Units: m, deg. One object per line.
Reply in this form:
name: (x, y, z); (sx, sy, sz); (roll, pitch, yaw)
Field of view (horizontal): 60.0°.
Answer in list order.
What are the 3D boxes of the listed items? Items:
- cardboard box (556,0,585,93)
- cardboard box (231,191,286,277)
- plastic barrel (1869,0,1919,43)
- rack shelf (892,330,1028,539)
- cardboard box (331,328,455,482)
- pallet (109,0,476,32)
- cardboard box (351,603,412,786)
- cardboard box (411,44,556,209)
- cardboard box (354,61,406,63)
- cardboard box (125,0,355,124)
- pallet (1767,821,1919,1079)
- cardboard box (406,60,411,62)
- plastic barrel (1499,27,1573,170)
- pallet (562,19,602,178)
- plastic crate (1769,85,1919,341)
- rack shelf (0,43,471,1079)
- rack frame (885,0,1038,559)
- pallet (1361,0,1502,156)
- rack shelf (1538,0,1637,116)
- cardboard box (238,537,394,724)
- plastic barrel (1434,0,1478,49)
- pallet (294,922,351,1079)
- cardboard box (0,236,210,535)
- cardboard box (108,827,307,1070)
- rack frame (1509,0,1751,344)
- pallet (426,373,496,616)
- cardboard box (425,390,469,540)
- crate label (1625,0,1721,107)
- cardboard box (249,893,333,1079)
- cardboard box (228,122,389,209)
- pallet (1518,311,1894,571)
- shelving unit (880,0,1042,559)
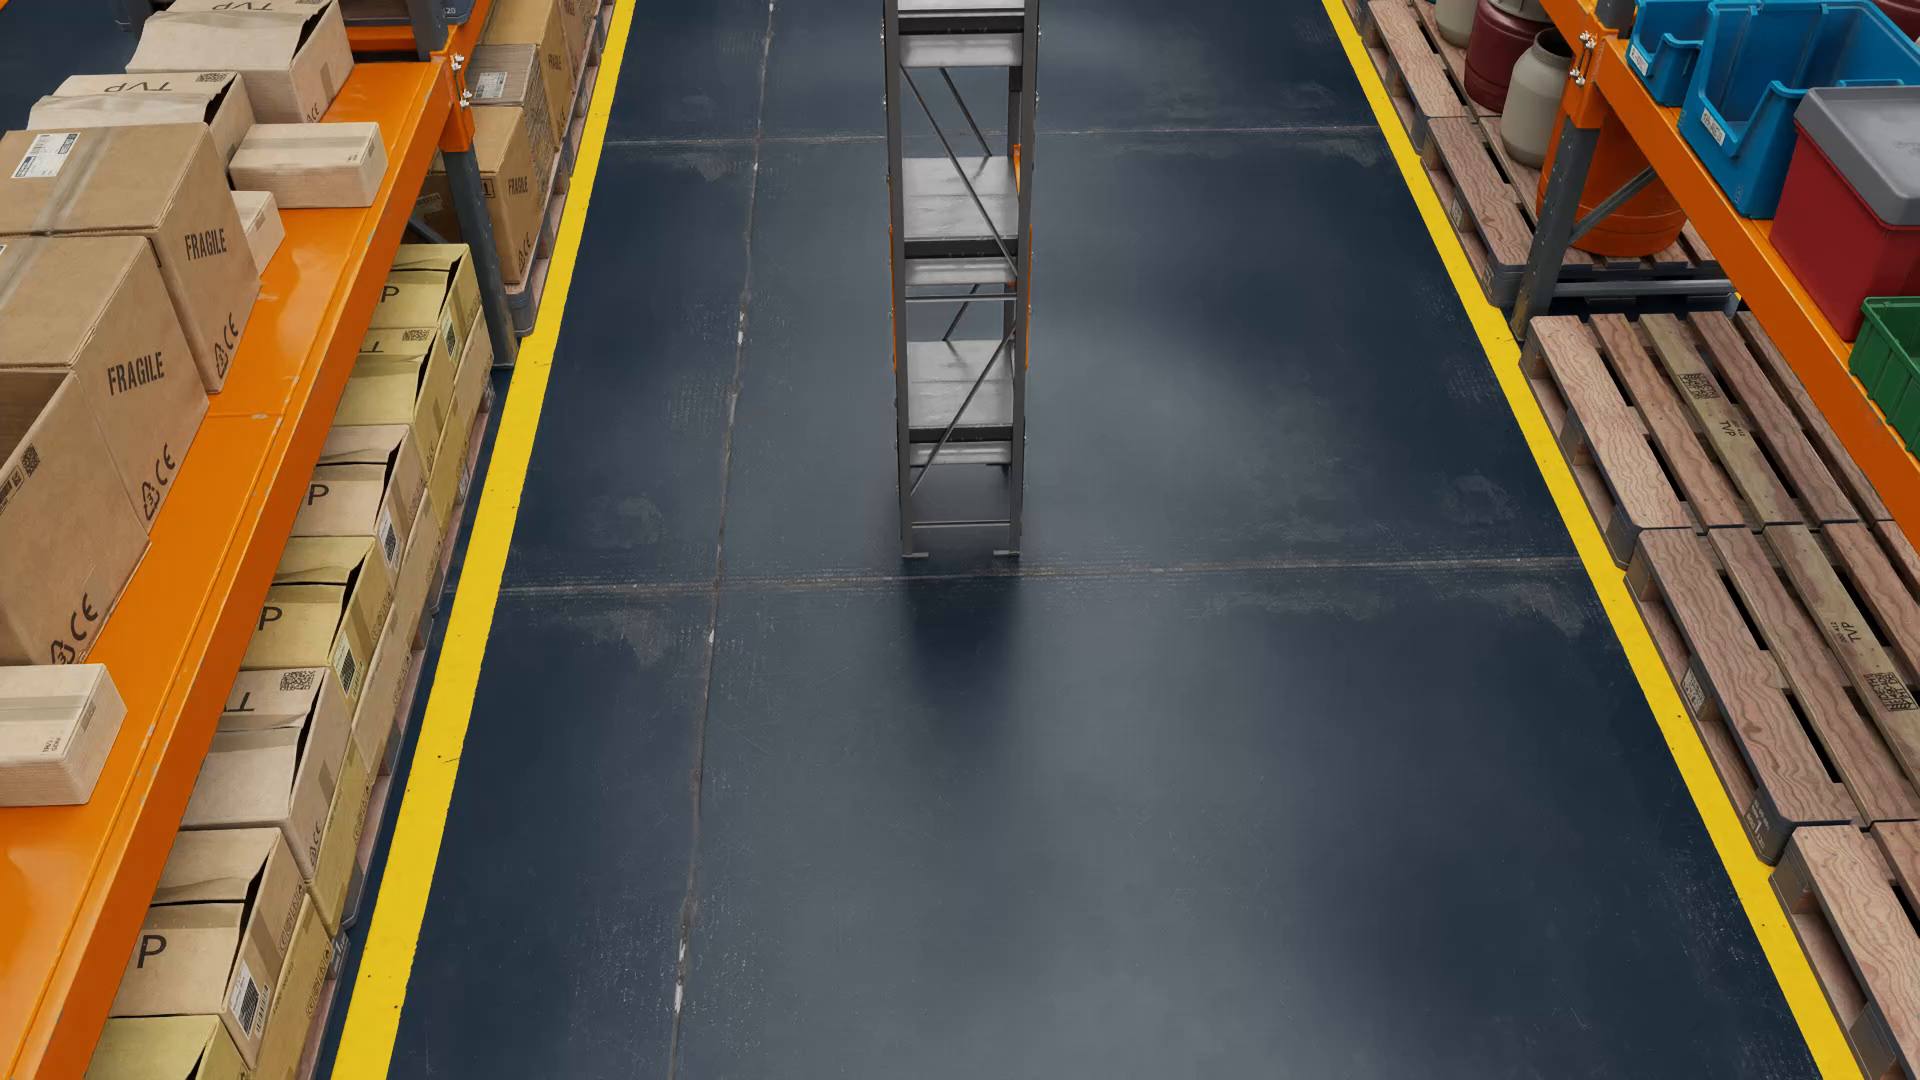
cardboard box: (-2.044, -2.402, 7.675); (0.500, 0.500, 0.500); (-3, 43, -3)
cardboard box: (-2.128, -0.849, 4.643); (0.380, 0.149, 0.250); (1, 43, 1)
plastic barrel: (3.033, -1.686, 5.269); (0.600, 0.536, 0.708); (-2, 43, -2)
rack shelf: (-0.007, -0.360, 5.645); (0.431, 0.518, 0.480); (-2, 43, -2)
cardboard box: (-1.942, -0.452, 5.332); (0.500, 0.311, 0.500); (-2, 43, -2)
pallet: (-2.337, -2.186, 6.057); (1.213, 0.211, 1.003); (-2, 43, -2)
cardboard box: (-1.904, 0.440, 4.774); (0.500, 0.250, 0.500); (-1, 43, -1)
cardboard box: (-2.000, -1.711, 6.921); (0.500, 0.500, 0.500); (-3, 43, -3)
cardboard box: (-2.519, -1.981, 6.661); (0.500, 0.250, 0.500); (0, 43, 0)
cardboard box: (-2.267, -1.522, 5.256); (0.500, 0.311, 0.500); (1, 43, 1)
pallet: (2.808, 1.258, 4.221); (1.003, 0.211, 1.213); (-2, 43, -2)
cardboard box: (-2.513, -1.667, 6.873); (0.500, 0.500, 0.500); (0, 43, 0)
plastic barrel: (2.559, -1.887, 7.119); (0.421, 0.512, 0.421); (0, 43, 0)
pallet: (-2.281, -2.100, 7.885); (1.003, 0.211, 1.213); (-2, 43, -2)
plastic crate: (2.473, -0.865, 4.426); (0.402, 0.464, 0.583); (-2, 43, -2)
rack shelf: (-2.154, -0.186, 4.265); (1.077, 0.370, 4.000); (-2, 43, -2)
rack frame: (0.003, -0.721, 4.983); (0.400, 2.100, 0.015); (-2, 43, -2)
pallet: (2.587, -2.266, 8.065); (1.003, 0.211, 1.213); (-2, 43, -2)
rack shelf: (2.626, -3.026, 7.364); (1.077, 0.370, 4.000); (-2, 43, -2)
cardboard box: (-1.904, 0.227, 4.591); (0.500, 0.311, 0.500); (-1, 43, -1)
plastic barrel: (2.511, -2.649, 7.951); (0.421, 0.512, 0.421); (0, 43, 0)
pallet: (-2.139, 1.431, 4.033); (1.003, 0.211, 1.213); (-2, 43, -2)
cardboard box: (-2.129, -0.350, 3.838); (0.500, 0.500, 0.500); (-2, 43, -2)
cardboard box: (-1.853, 0.927, 3.828); (0.500, 0.311, 0.500); (-2, 43, -2)
rack frame: (2.710, -1.941, 5.648); (1.000, 3.000, 0.127); (-2, 43, -2)
pallet: (-2.243, -0.216, 5.830); (1.003, 0.211, 1.213); (-2, 43, -2)
cardboard box: (-1.947, -0.246, 5.523); (0.500, 0.250, 0.500); (-2, 43, -2)
crate label: (2.354, -1.584, 5.382); (0.303, 0.233, 0.416); (-2, 43, -2)
cardboard box: (-1.859, 1.133, 4.018); (0.500, 0.250, 0.500); (-1, 43, -1)
cardboard box: (-1.924, -1.109, 4.926); (0.380, 0.149, 0.250); (-2, 43, -2)
pallet: (2.705, -0.389, 6.018); (1.003, 0.211, 1.213); (-2, 43, -2)
shelving unit: (-0.007, -0.886, 5.162); (0.431, 2.100, 0.503); (-2, 43, -2)
